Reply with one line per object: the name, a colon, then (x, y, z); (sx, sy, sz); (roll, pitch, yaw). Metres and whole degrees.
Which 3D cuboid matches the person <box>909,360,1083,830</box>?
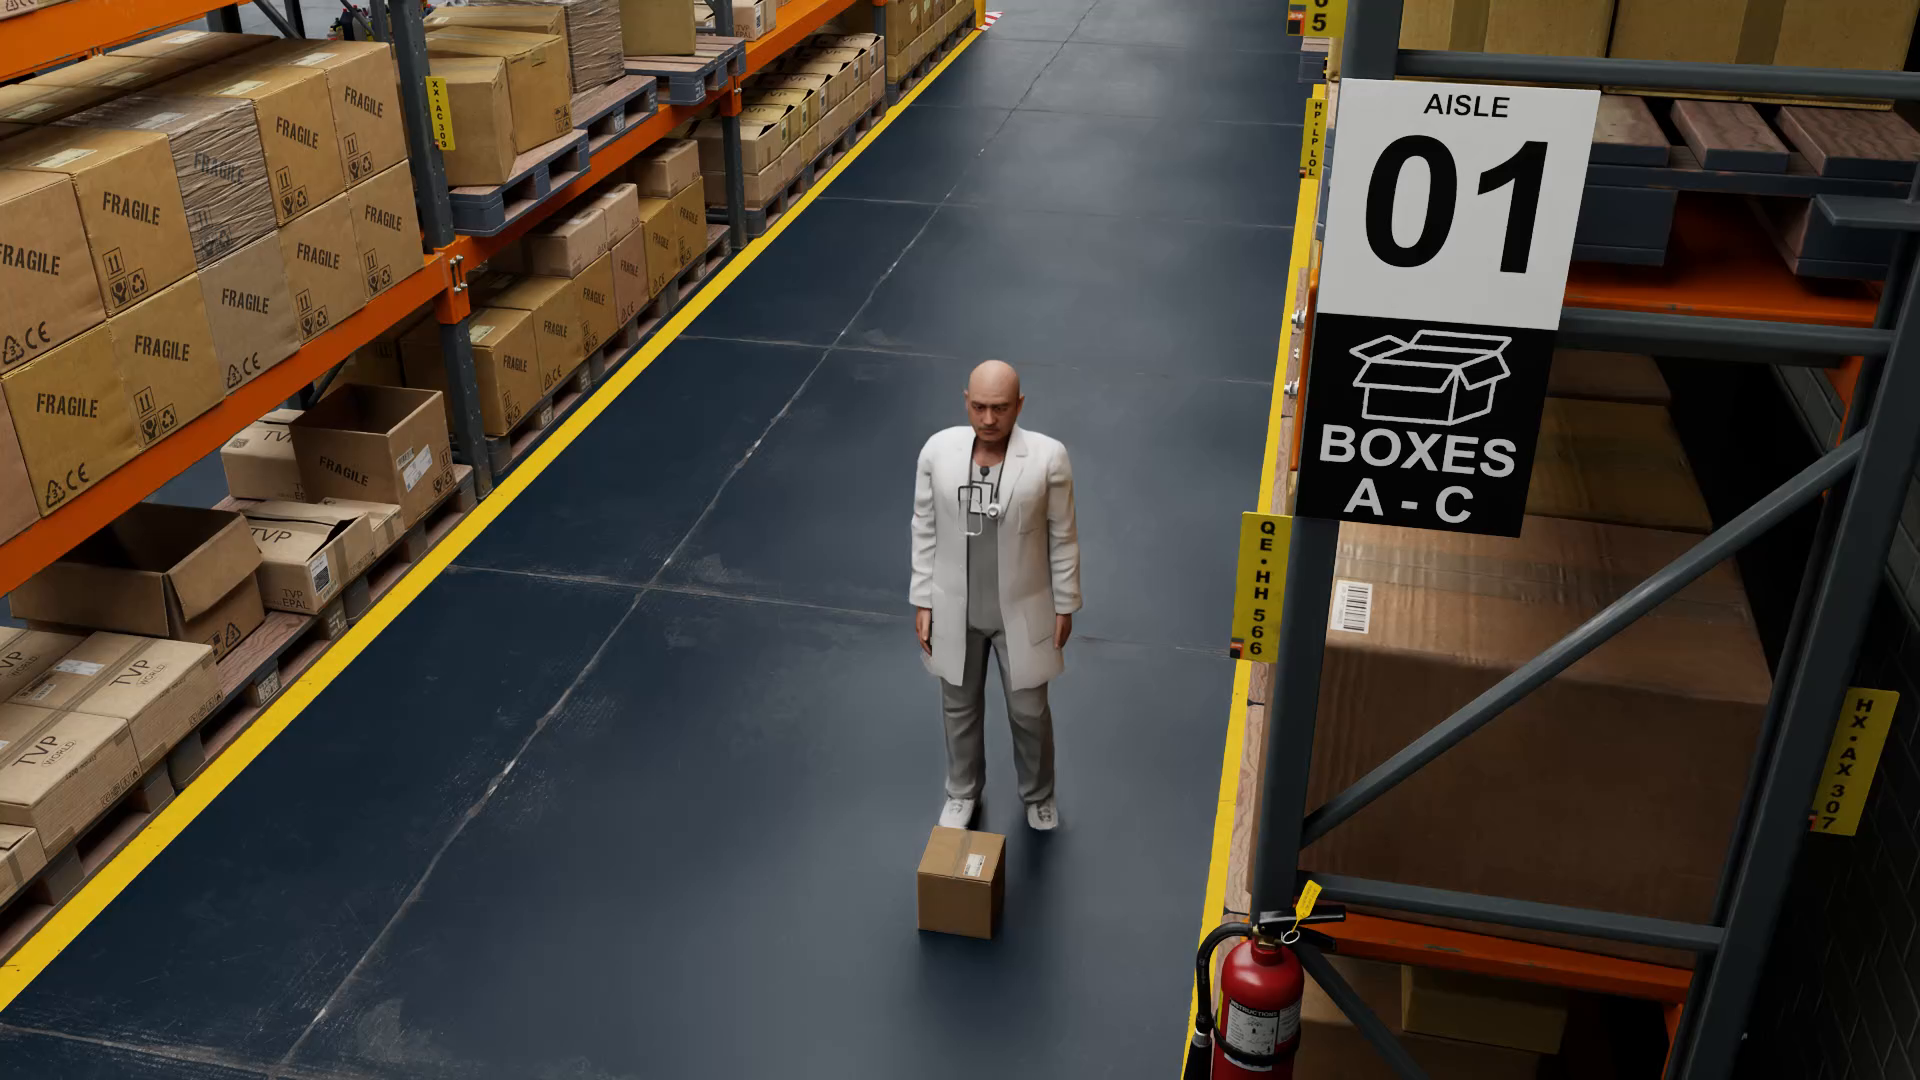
person: (0.123, 0.354, 5.767); (0.593, 1.661, 0.470); (6, 29, 10)
